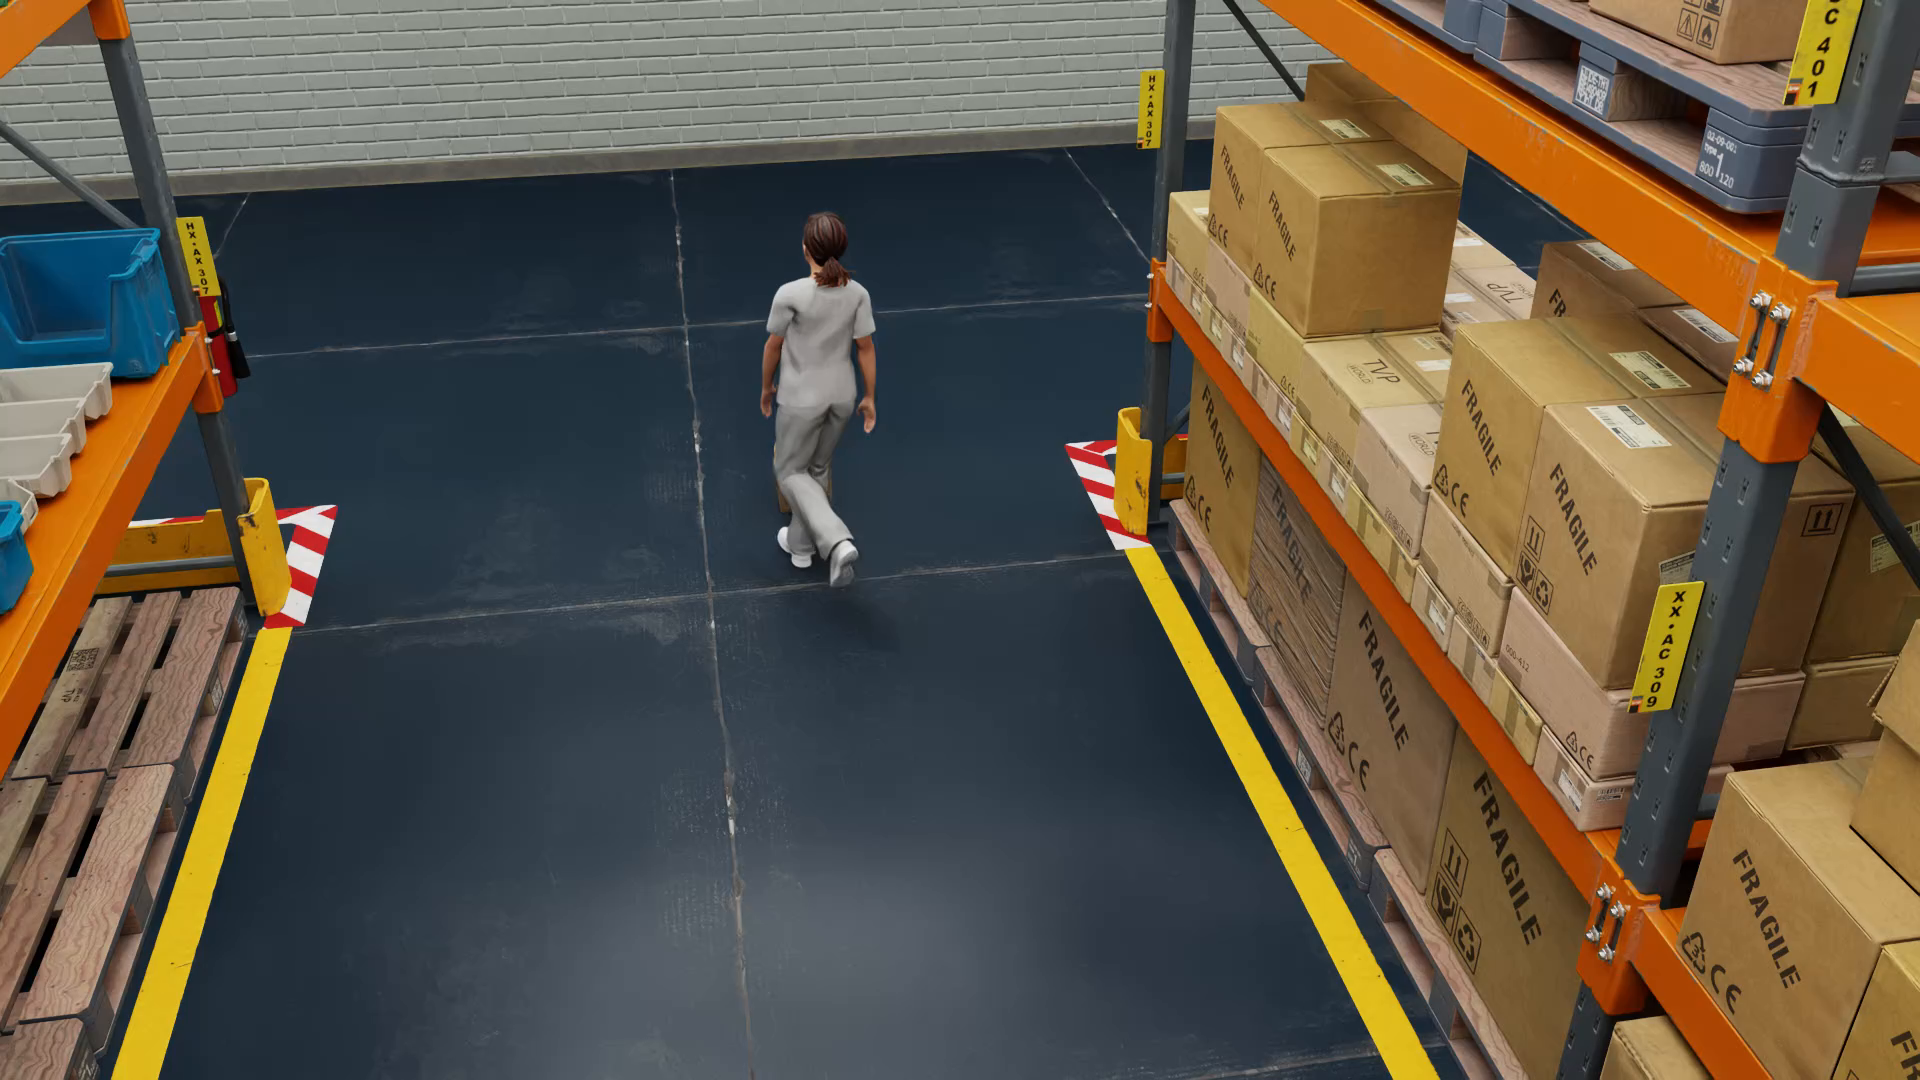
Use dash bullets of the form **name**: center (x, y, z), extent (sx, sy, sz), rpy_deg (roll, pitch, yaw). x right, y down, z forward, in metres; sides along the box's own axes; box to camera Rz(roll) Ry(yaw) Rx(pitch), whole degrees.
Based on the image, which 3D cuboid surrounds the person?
- **person**: center (-0.559, -0.577, 7.086), extent (0.455, 1.644, 0.737), rpy_deg (-17, 35, -26)
